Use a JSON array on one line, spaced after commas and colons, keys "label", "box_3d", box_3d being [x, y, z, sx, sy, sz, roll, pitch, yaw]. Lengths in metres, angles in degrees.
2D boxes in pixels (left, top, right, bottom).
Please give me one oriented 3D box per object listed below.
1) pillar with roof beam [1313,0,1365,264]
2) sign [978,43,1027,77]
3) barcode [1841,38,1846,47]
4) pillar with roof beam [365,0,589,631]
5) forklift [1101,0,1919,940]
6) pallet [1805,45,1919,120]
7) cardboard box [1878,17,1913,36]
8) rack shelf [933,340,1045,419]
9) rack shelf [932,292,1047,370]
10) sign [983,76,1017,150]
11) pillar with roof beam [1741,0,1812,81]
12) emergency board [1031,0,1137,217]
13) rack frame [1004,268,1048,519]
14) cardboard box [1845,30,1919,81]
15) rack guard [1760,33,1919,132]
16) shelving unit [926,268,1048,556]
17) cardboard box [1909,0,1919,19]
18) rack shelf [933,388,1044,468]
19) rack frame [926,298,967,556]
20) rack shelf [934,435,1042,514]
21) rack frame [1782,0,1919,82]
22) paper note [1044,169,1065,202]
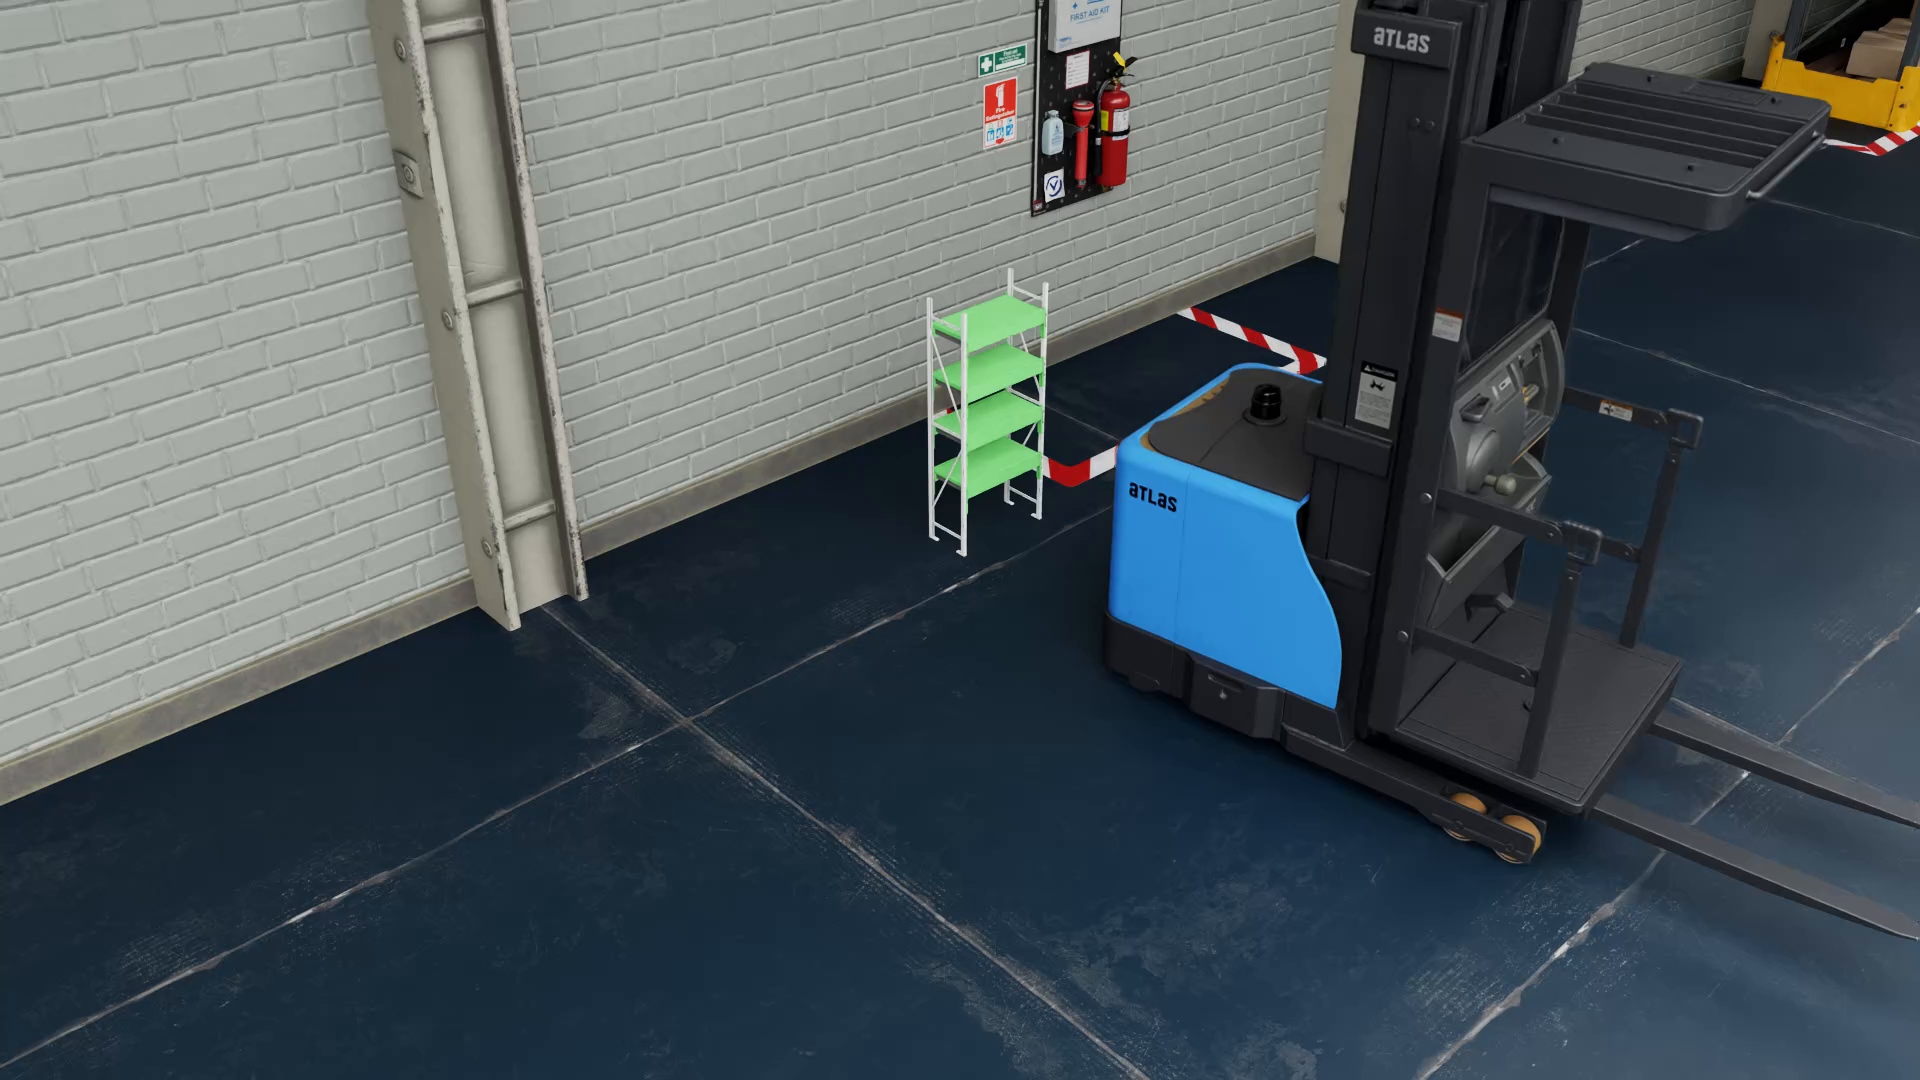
[{"label": "pillar with roof beam", "box_3d": [5.443, -4.059, 5.762, 0.400, 9.000, 9.100, -26, 40, -35]}, {"label": "sign", "box_3d": [0.211, -2.367, 8.204, 0.331, 0.109, 0.001, -26, 40, -35]}, {"label": "barcode", "box_3d": [7.300, -4.110, 13.743, 0.075, 0.075, 0.001, -26, 40, -35]}, {"label": "pillar with roof beam", "box_3d": [1.043, -1.931, 2.281, 0.400, 9.000, 9.100, -26, 40, -35]}, {"label": "forklift", "box_3d": [2.051, -0.422, 5.631, 3.031, 2.935, 1.130, 22, 38, 32]}, {"label": "pallet", "box_3d": [7.666, -3.807, 13.774, 1.213, 0.211, 1.003, -26, 40, -35]}, {"label": "cardboard box", "box_3d": [7.977, -4.149, 13.816, 0.500, 0.311, 0.500, -22, 38, -32]}, {"label": "rack shelf", "box_3d": [0.121, -0.721, 7.441, 0.480, 0.148, 0.258, -26, 40, -35]}, {"label": "rack shelf", "box_3d": [0.121, -0.926, 7.316, 0.480, 0.148, 0.258, -26, 40, -35]}, {"label": "sign", "box_3d": [0.202, -2.143, 8.345, 0.234, 0.329, 0.001, -26, 40, -35]}, {"label": "pillar with roof beam", "box_3d": [9.842, -6.187, 9.242, 0.400, 9.000, 9.100, -26, 40, -35]}, {"label": "emergency board", "box_3d": [0.678, -2.284, 8.610, 0.643, 1.169, 0.194, -26, 40, -35]}, {"label": "rack frame", "box_3d": [0.300, -0.657, 7.675, 0.015, 1.200, 0.240, -26, 40, -35]}, {"label": "cardboard box", "box_3d": [7.559, -3.947, 13.485, 0.500, 0.311, 0.500, 24, 39, 34]}, {"label": "rack guard", "box_3d": [7.046, -3.656, 13.249, 0.348, 0.500, 1.175, -26, 40, -35]}, {"label": "shelving unit", "box_3d": [0.121, -0.571, 7.533, 0.503, 1.200, 0.258, -26, 40, -35]}, {"label": "cardboard box", "box_3d": [8.549, -4.471, 14.161, 0.700, 0.500, 0.500, 26, 40, 36]}, {"label": "rack shelf", "box_3d": [0.121, -0.516, 7.566, 0.480, 0.148, 0.258, -26, 40, -35]}, {"label": "rack frame", "box_3d": [-0.058, -0.484, 7.391, 0.015, 1.200, 0.240, -26, 40, -35]}, {"label": "rack shelf", "box_3d": [0.121, -0.311, 7.692, 0.480, 0.148, 0.258, -26, 40, -35]}, {"label": "rack frame", "box_3d": [6.990, -4.695, 12.553, 0.127, 3.000, 1.000, -26, 40, -35]}, {"label": "paper note", "box_3d": [0.501, -1.872, 8.781, 0.142, 0.148, 0.016, -26, 40, -35]}]
